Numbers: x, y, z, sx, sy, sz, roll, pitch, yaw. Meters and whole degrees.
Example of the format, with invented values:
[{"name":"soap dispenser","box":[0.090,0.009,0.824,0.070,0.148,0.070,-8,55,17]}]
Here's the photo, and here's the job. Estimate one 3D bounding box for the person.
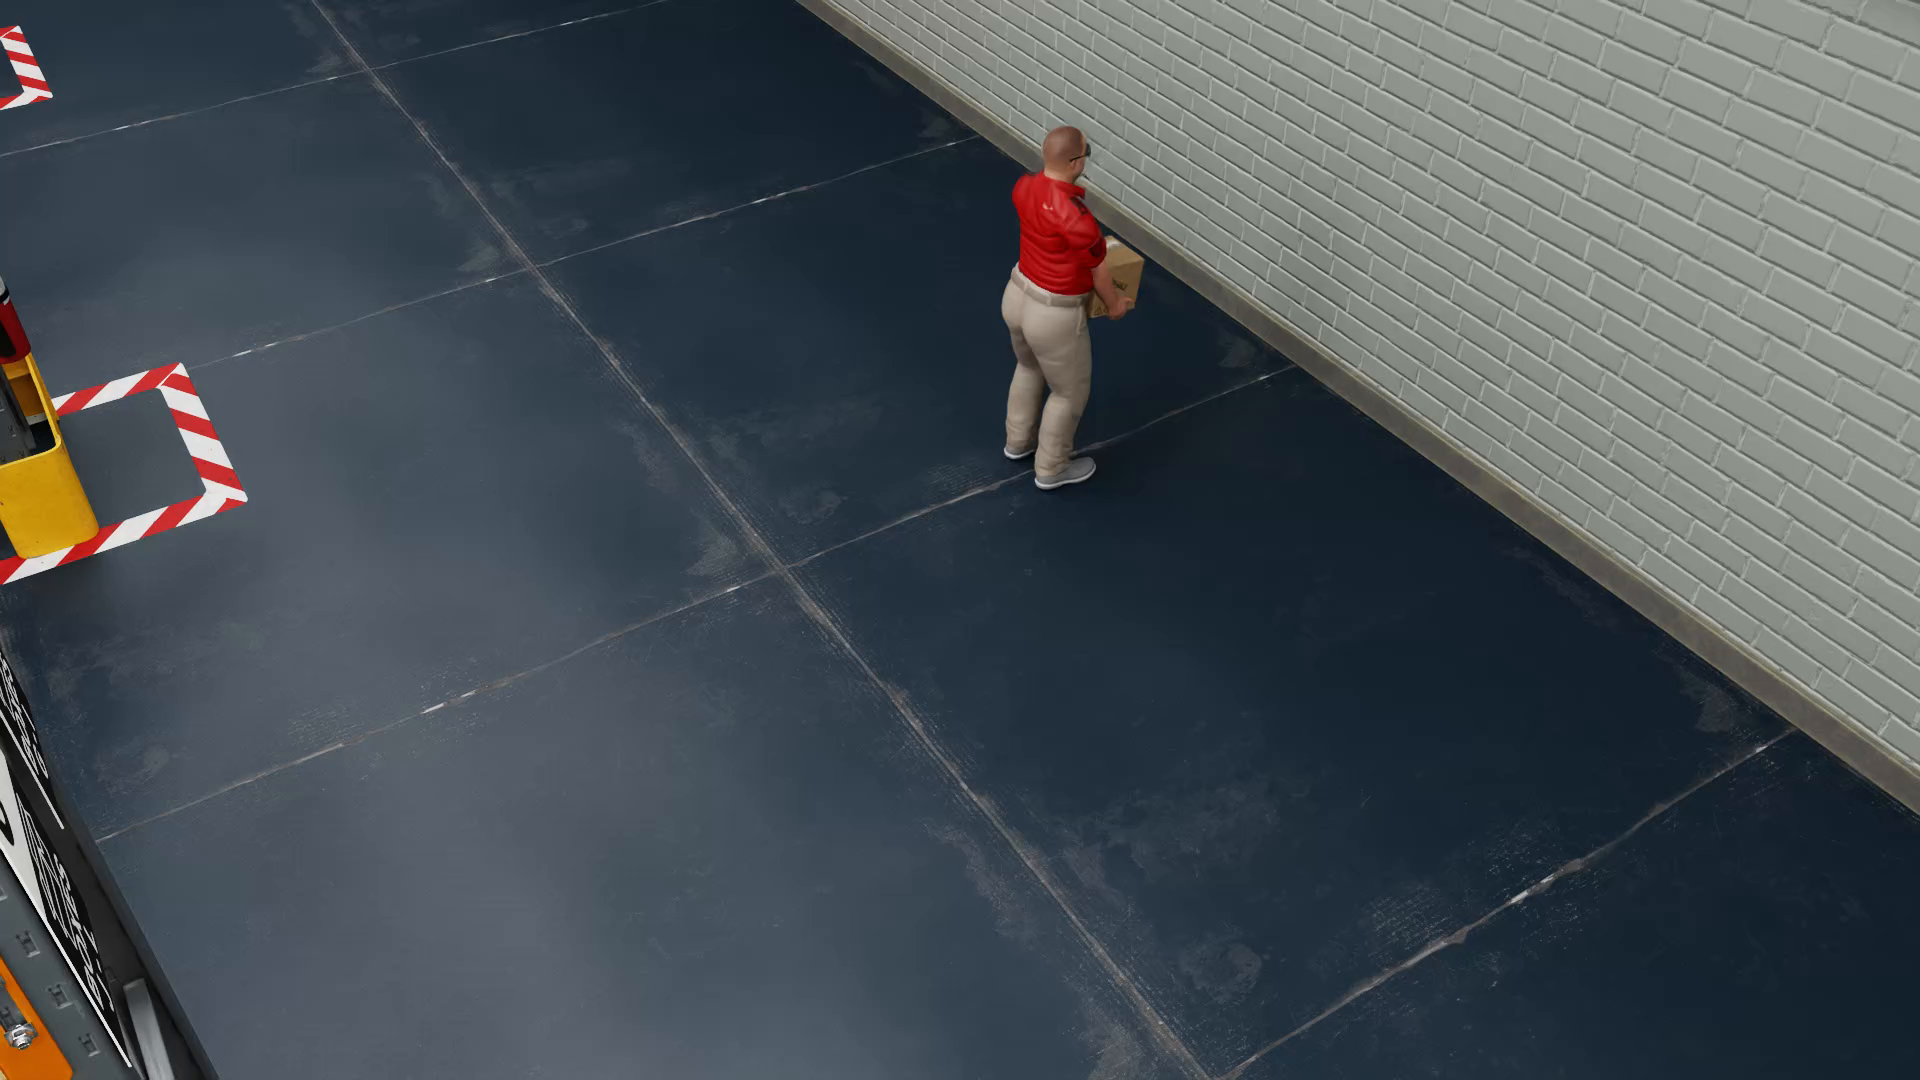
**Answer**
[{"name":"person","box":[0.464,-1.051,7.410,0.557,1.724,0.488,-23,46,-25]}]
